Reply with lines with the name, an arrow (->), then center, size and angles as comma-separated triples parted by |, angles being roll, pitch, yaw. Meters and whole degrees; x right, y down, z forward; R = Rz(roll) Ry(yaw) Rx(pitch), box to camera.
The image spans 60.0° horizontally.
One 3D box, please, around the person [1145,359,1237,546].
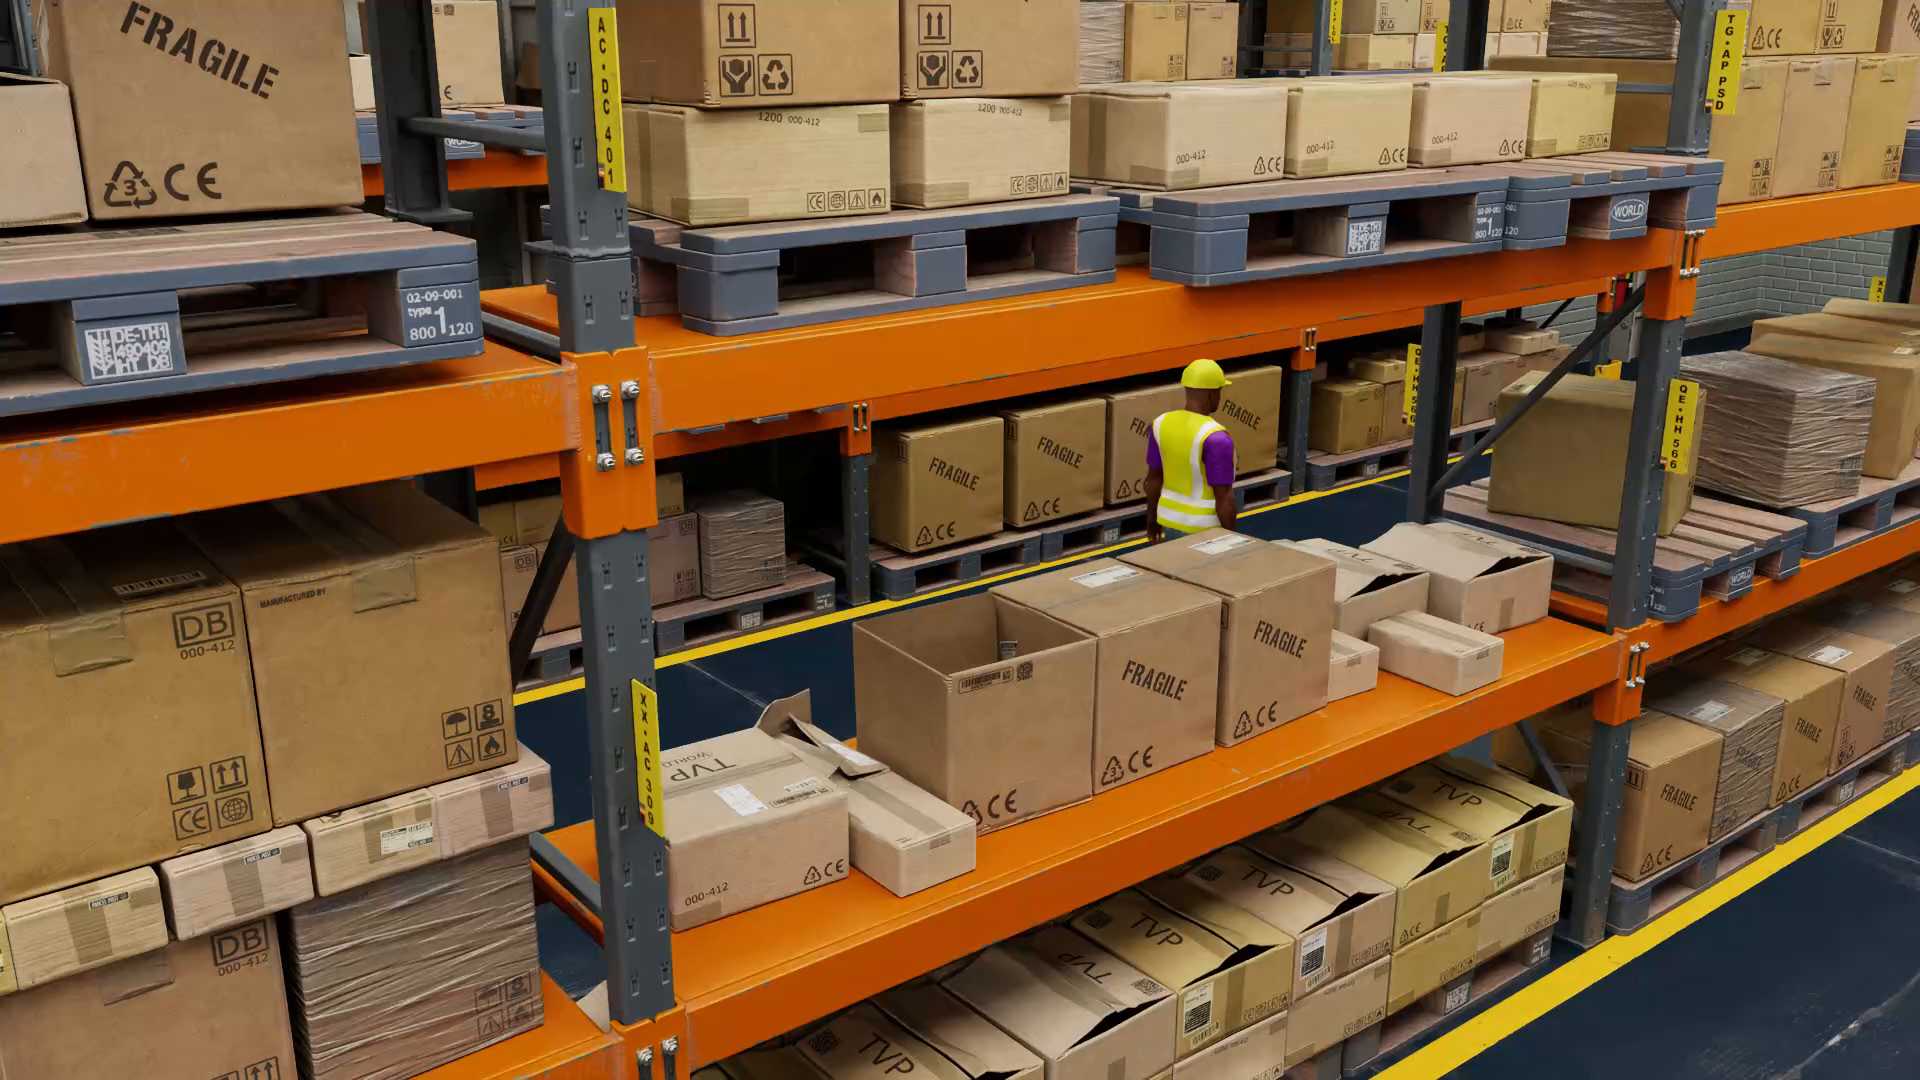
person -> 1.305, -0.087, 8.762 | 0.552, 1.769, 0.607 | -11, 21, -31
